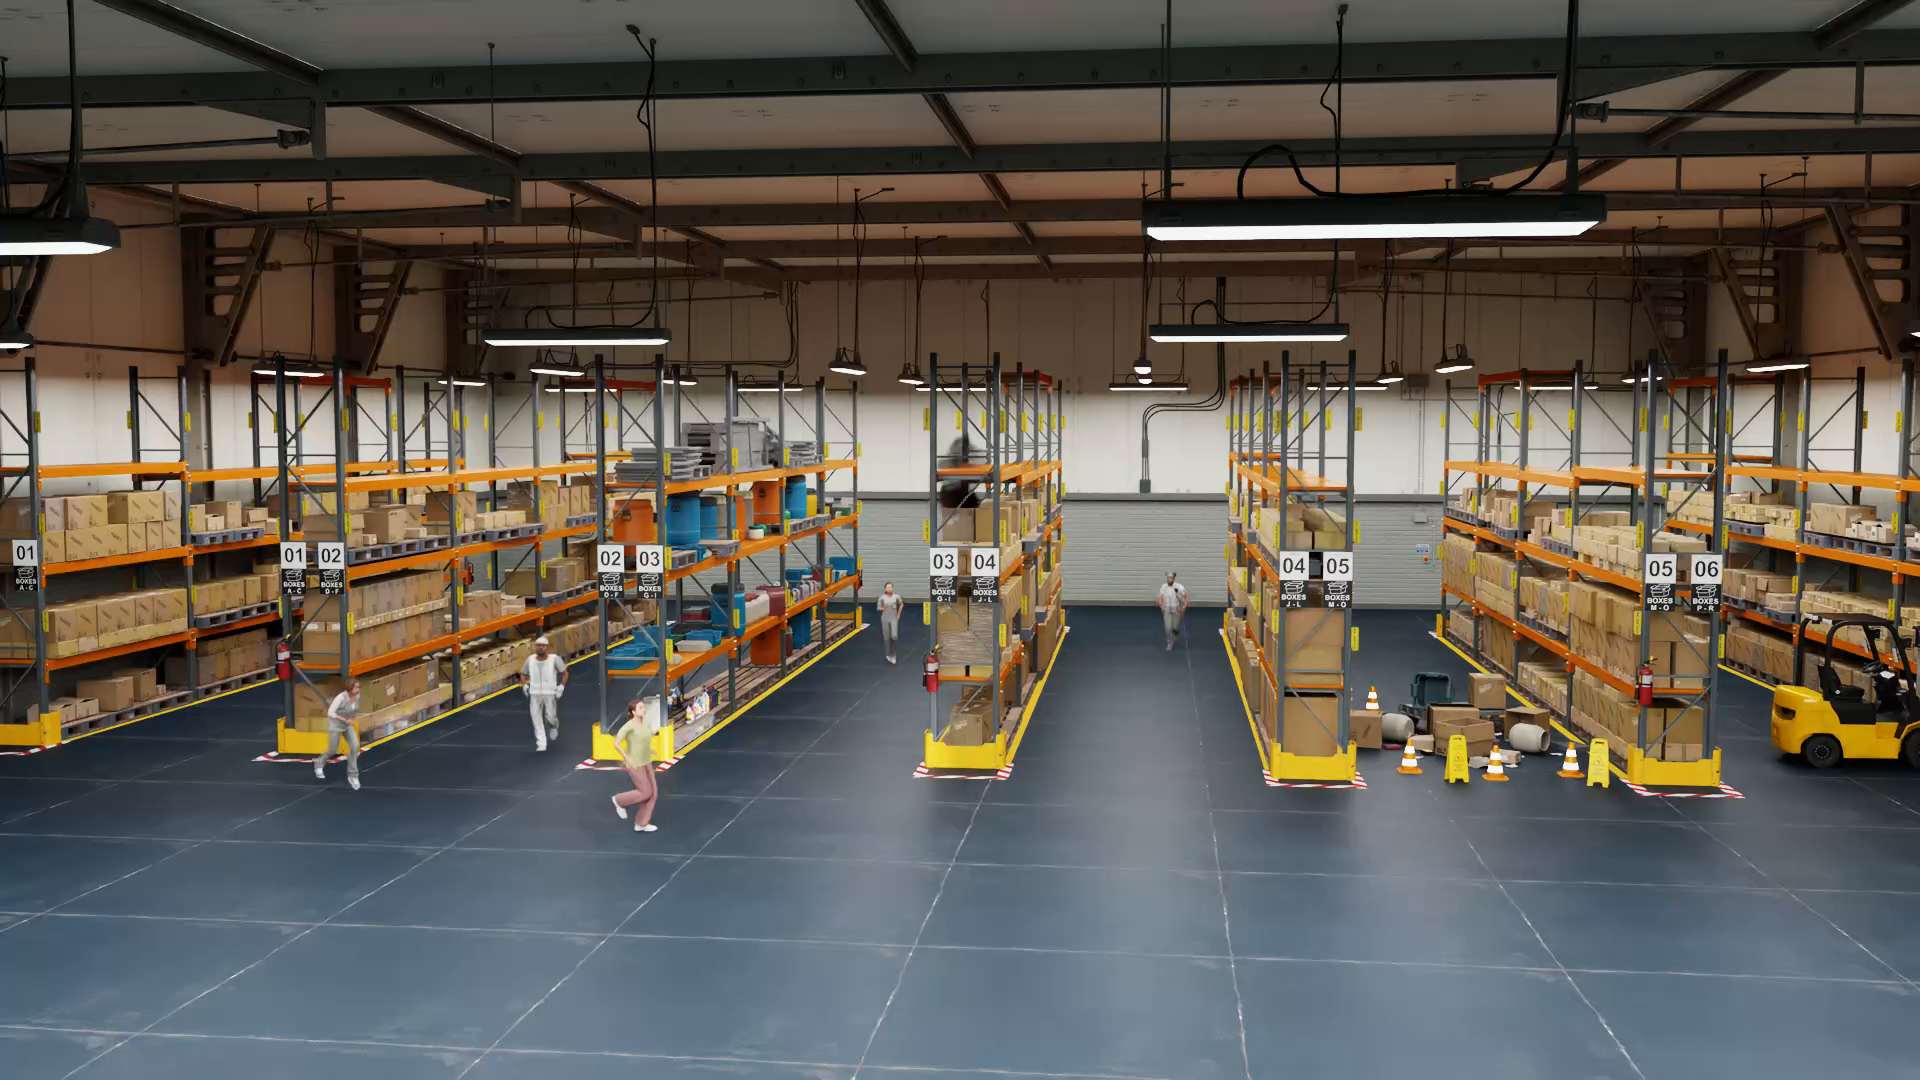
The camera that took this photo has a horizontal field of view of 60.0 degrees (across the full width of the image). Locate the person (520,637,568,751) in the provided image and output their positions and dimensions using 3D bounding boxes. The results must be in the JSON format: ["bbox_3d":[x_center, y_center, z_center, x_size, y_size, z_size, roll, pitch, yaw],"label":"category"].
[{"bbox_3d":[-6.355,2.337,25.411,0.730,1.739,0.642,0,4,-4],"label":"person"}]

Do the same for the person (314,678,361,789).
[{"bbox_3d":[-8.587,2.640,22.940,0.916,1.545,0.579,2,5,26],"label":"person"}]

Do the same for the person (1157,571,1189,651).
[{"bbox_3d":[4.681,1.555,36.624,0.678,1.762,0.647,1,4,18],"label":"person"}]

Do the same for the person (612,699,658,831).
[{"bbox_3d":[-3.966,2.753,20.387,0.598,1.626,0.596,2,4,23],"label":"person"}]

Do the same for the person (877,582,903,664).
[{"bbox_3d":[-1.456,1.723,34.603,0.544,1.705,0.691,0,4,-2],"label":"person"}]
